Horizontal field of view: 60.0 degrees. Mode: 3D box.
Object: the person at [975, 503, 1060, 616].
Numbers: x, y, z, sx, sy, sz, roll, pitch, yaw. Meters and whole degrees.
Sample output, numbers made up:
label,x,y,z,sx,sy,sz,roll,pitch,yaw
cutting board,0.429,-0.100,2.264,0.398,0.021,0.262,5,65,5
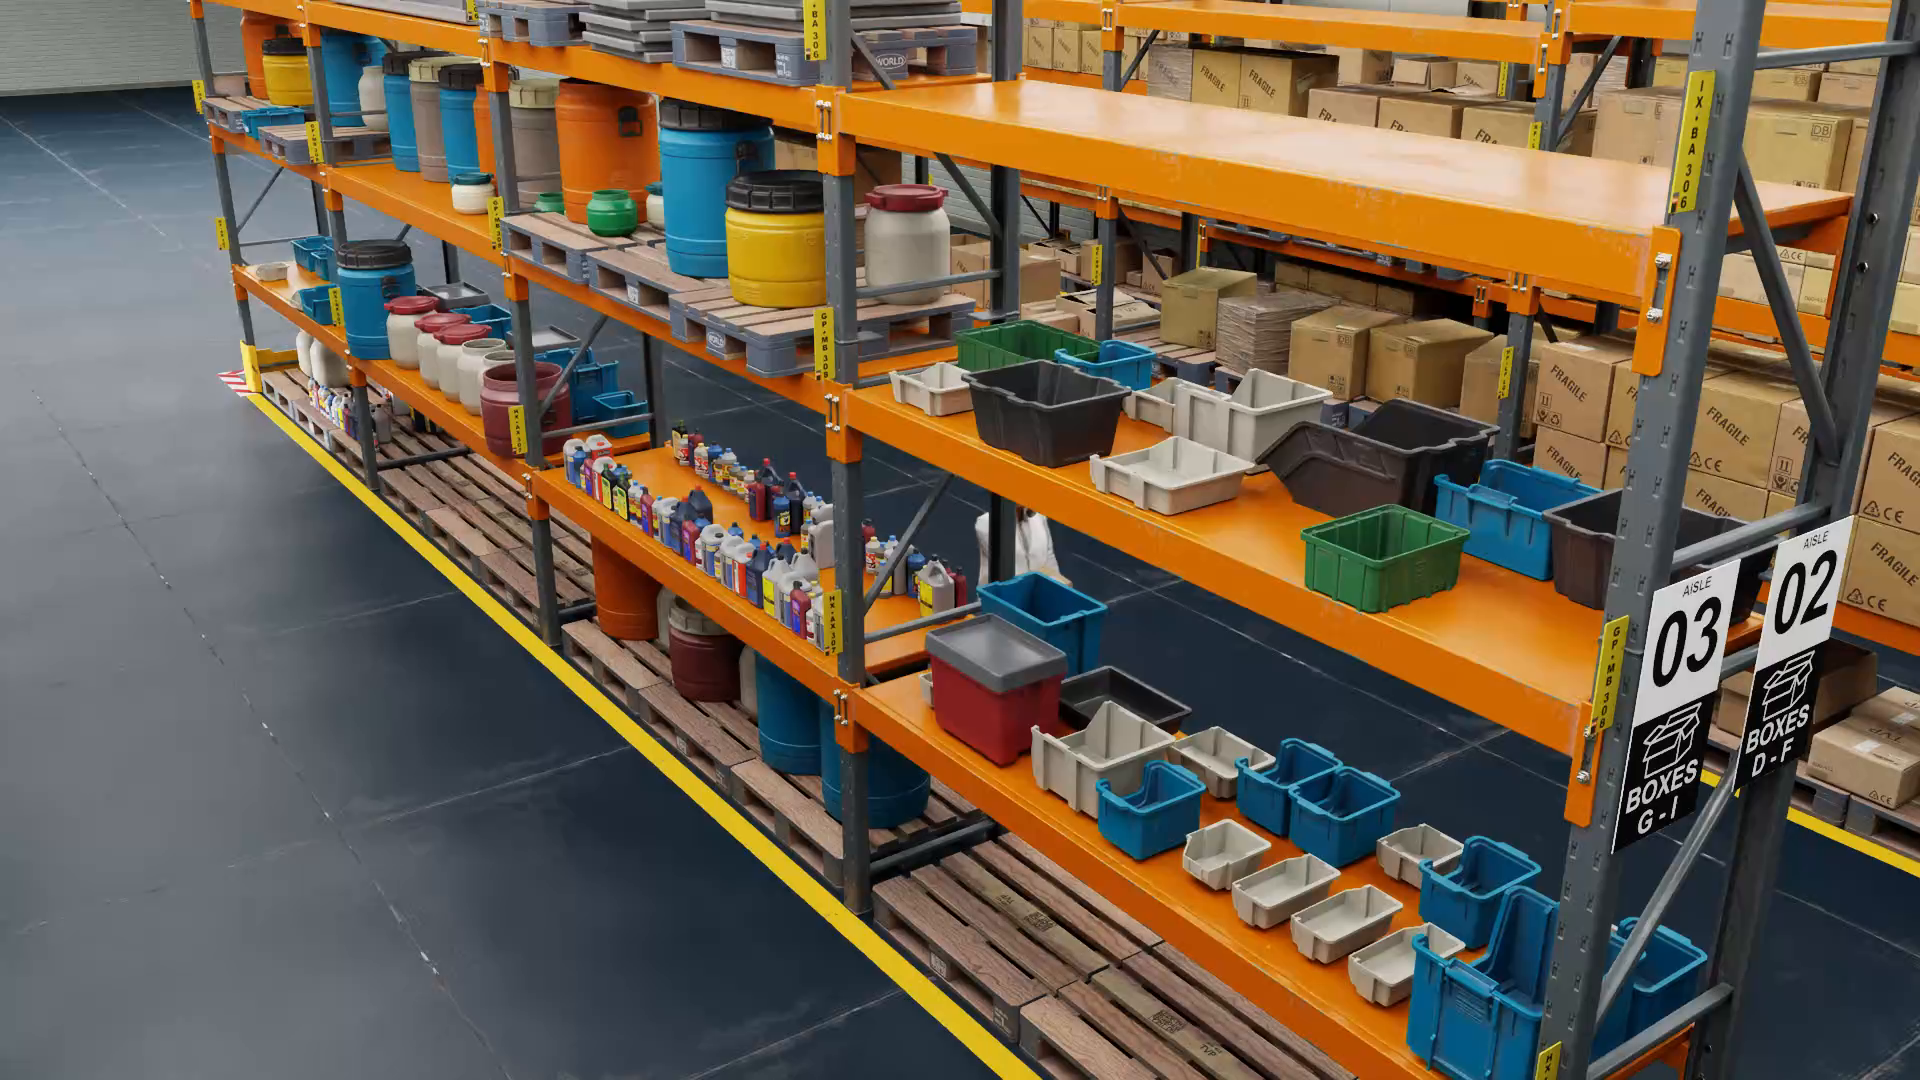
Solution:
label,x,y,z,sx,sy,sz,roll,pitch,yaw
person,0.382,0.408,10.011,0.494,1.762,0.556,-14,25,-33
